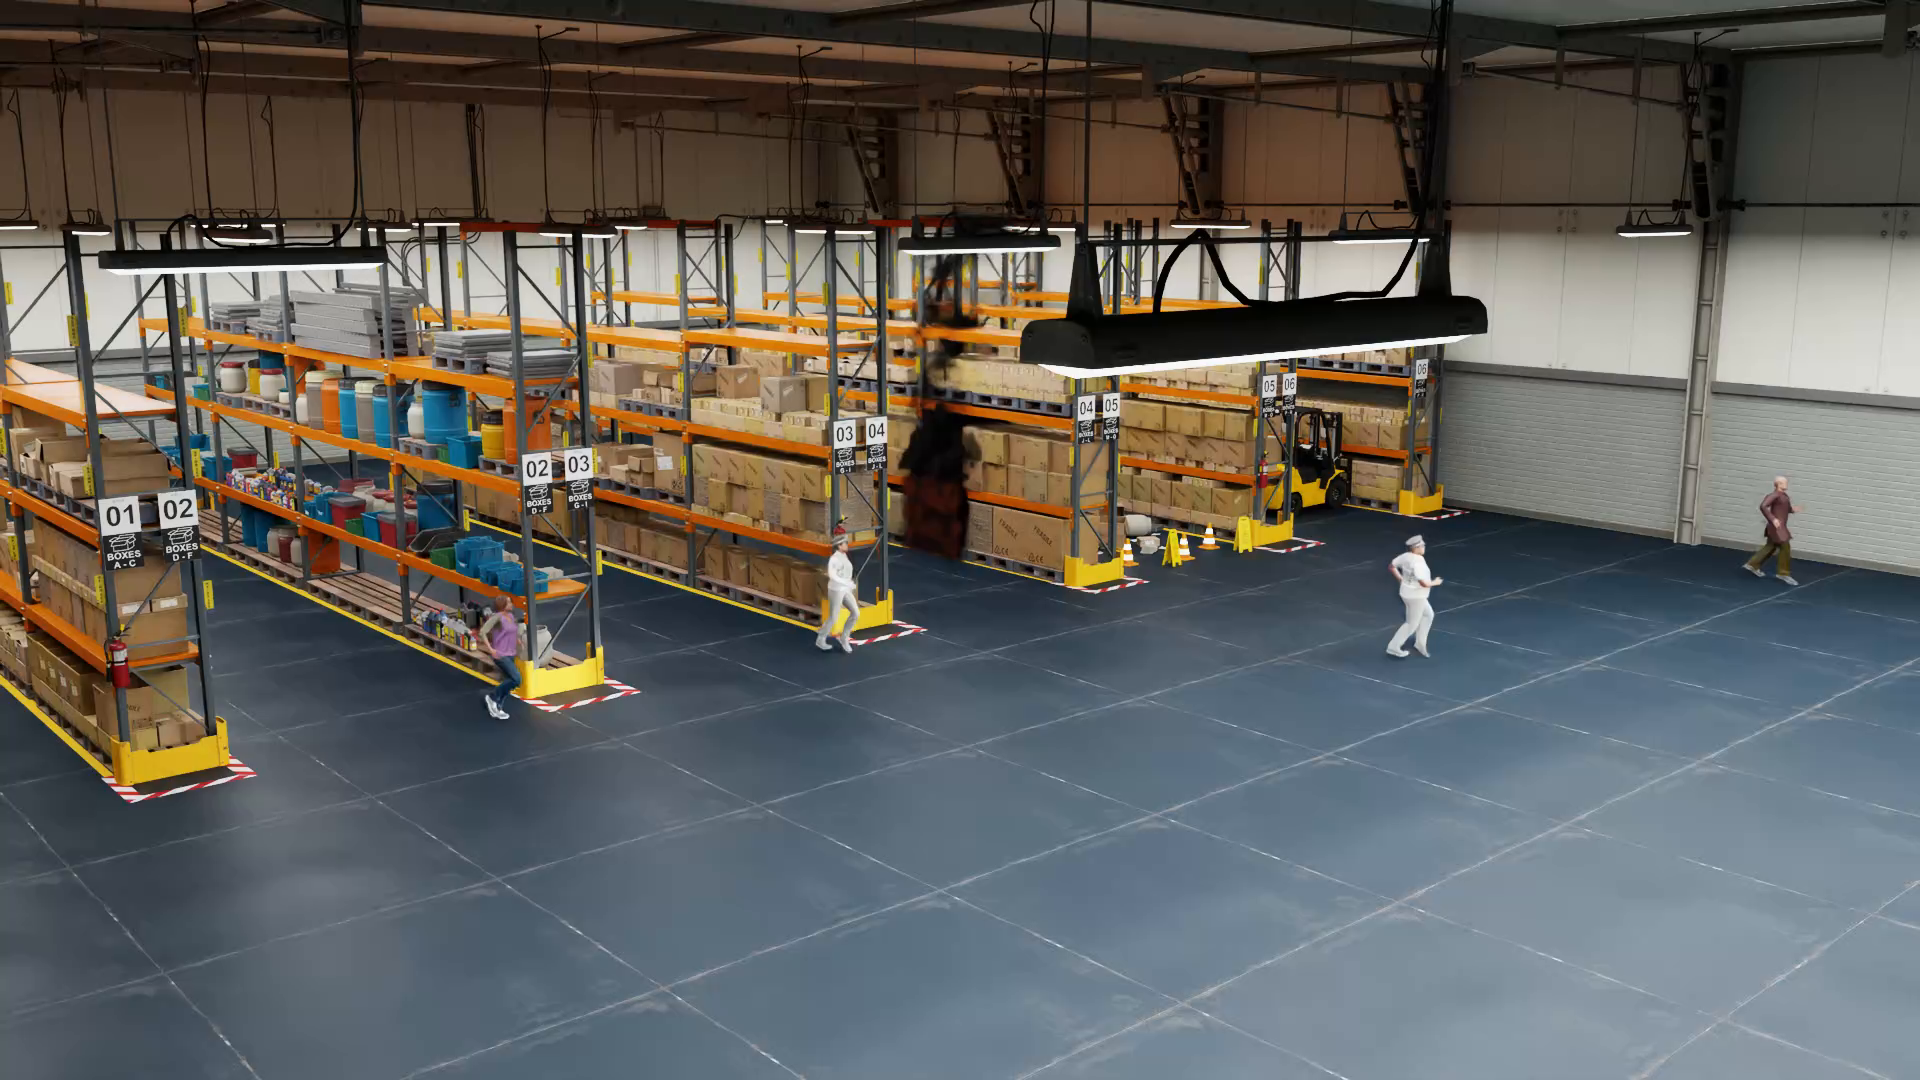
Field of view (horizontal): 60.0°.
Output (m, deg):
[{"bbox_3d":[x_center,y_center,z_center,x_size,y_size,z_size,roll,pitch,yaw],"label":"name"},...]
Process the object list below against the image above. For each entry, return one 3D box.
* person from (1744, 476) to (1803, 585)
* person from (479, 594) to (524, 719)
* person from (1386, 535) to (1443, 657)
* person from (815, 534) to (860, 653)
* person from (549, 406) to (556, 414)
[{"bbox_3d":[13.851,-0.182,28.249,0.876,1.823,0.694,6,13,28],"label":"person"},{"bbox_3d":[-5.672,1.453,20.793,0.473,1.549,0.555,2,12,9],"label":"person"},{"bbox_3d":[6.410,0.820,23.480,0.767,1.827,0.670,-1,11,-3],"label":"person"},{"bbox_3d":[-1.728,0.756,23.940,0.612,1.708,0.678,4,12,20],"label":"person"},{"bbox_3d":[-9.883,-2.427,39.603,0.870,1.695,0.661,0,11,2],"label":"person"}]
